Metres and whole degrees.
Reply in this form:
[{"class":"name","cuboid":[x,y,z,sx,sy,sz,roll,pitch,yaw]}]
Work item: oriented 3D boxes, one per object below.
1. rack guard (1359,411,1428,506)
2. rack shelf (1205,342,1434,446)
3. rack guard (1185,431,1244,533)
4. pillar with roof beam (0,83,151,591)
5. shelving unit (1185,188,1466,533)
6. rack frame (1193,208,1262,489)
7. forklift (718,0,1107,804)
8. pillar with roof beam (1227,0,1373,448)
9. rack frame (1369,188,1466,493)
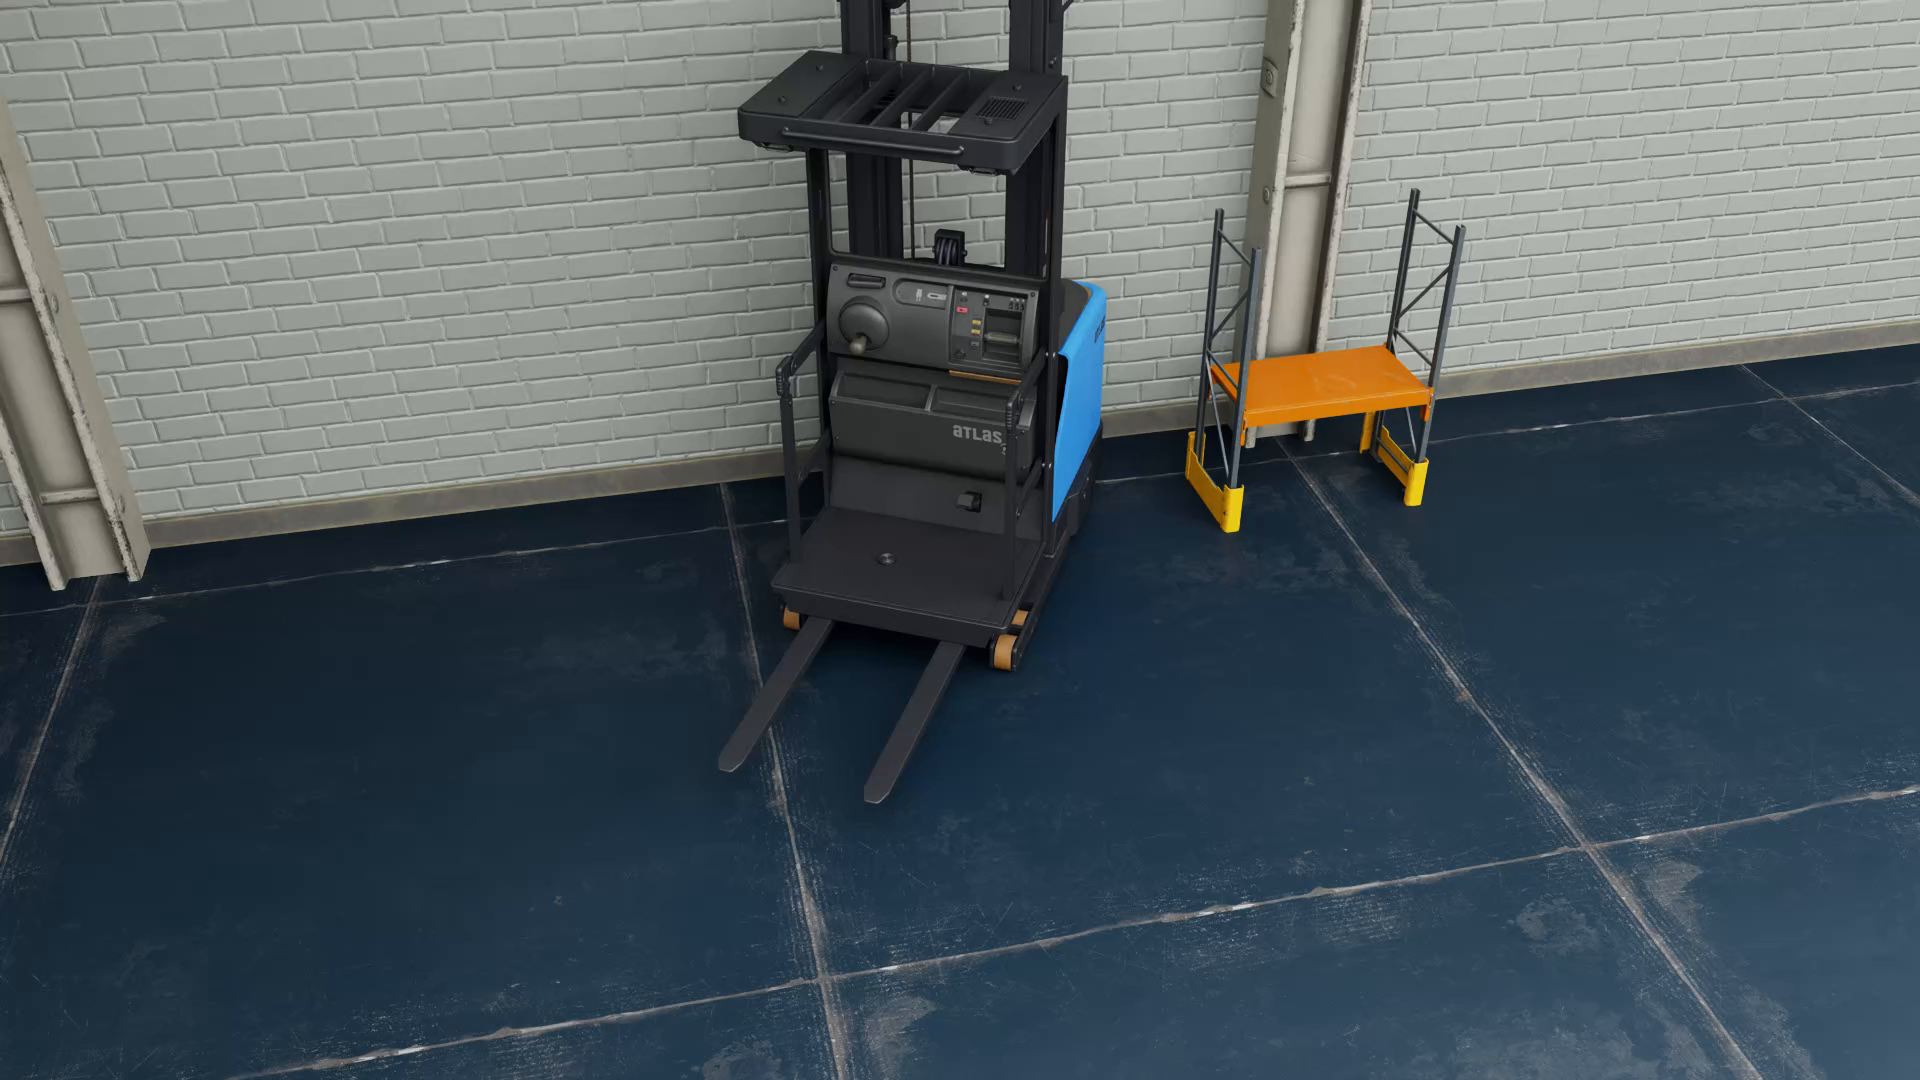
[{"class":"rack guard","cuboid":[2.258,-0.439,8.679,0.087,0.250,0.587,-8,35,-12]},{"class":"rack shelf","cuboid":[1.783,-0.742,8.332,1.000,0.185,0.538,-8,35,-12]},{"class":"rack guard","cuboid":[1.292,-0.303,8.477,0.087,0.250,0.587,-8,35,-12]},{"class":"pillar with roof beam","cuboid":[-3.202,-1.264,2.058,0.400,9.000,9.100,-7,35,-11]},{"class":"shelving unit","cuboid":[1.775,-0.890,8.230,1.083,1.500,0.587,-8,35,-12]},{"class":"rack frame","cuboid":[1.290,-0.822,8.129,0.032,1.500,0.500,-8,35,-12]},{"class":"forklift","cuboid":[-0.184,-0.886,6.939,1.130,2.935,3.031,10,35,14]},{"class":"pillar with roof beam","cuboid":[2.650,-2.001,3.157,0.400,9.000,9.100,-7,35,-11]},{"class":"rack frame","cuboid":[2.276,-0.960,8.335,0.032,1.500,0.500,-8,35,-12]}]
